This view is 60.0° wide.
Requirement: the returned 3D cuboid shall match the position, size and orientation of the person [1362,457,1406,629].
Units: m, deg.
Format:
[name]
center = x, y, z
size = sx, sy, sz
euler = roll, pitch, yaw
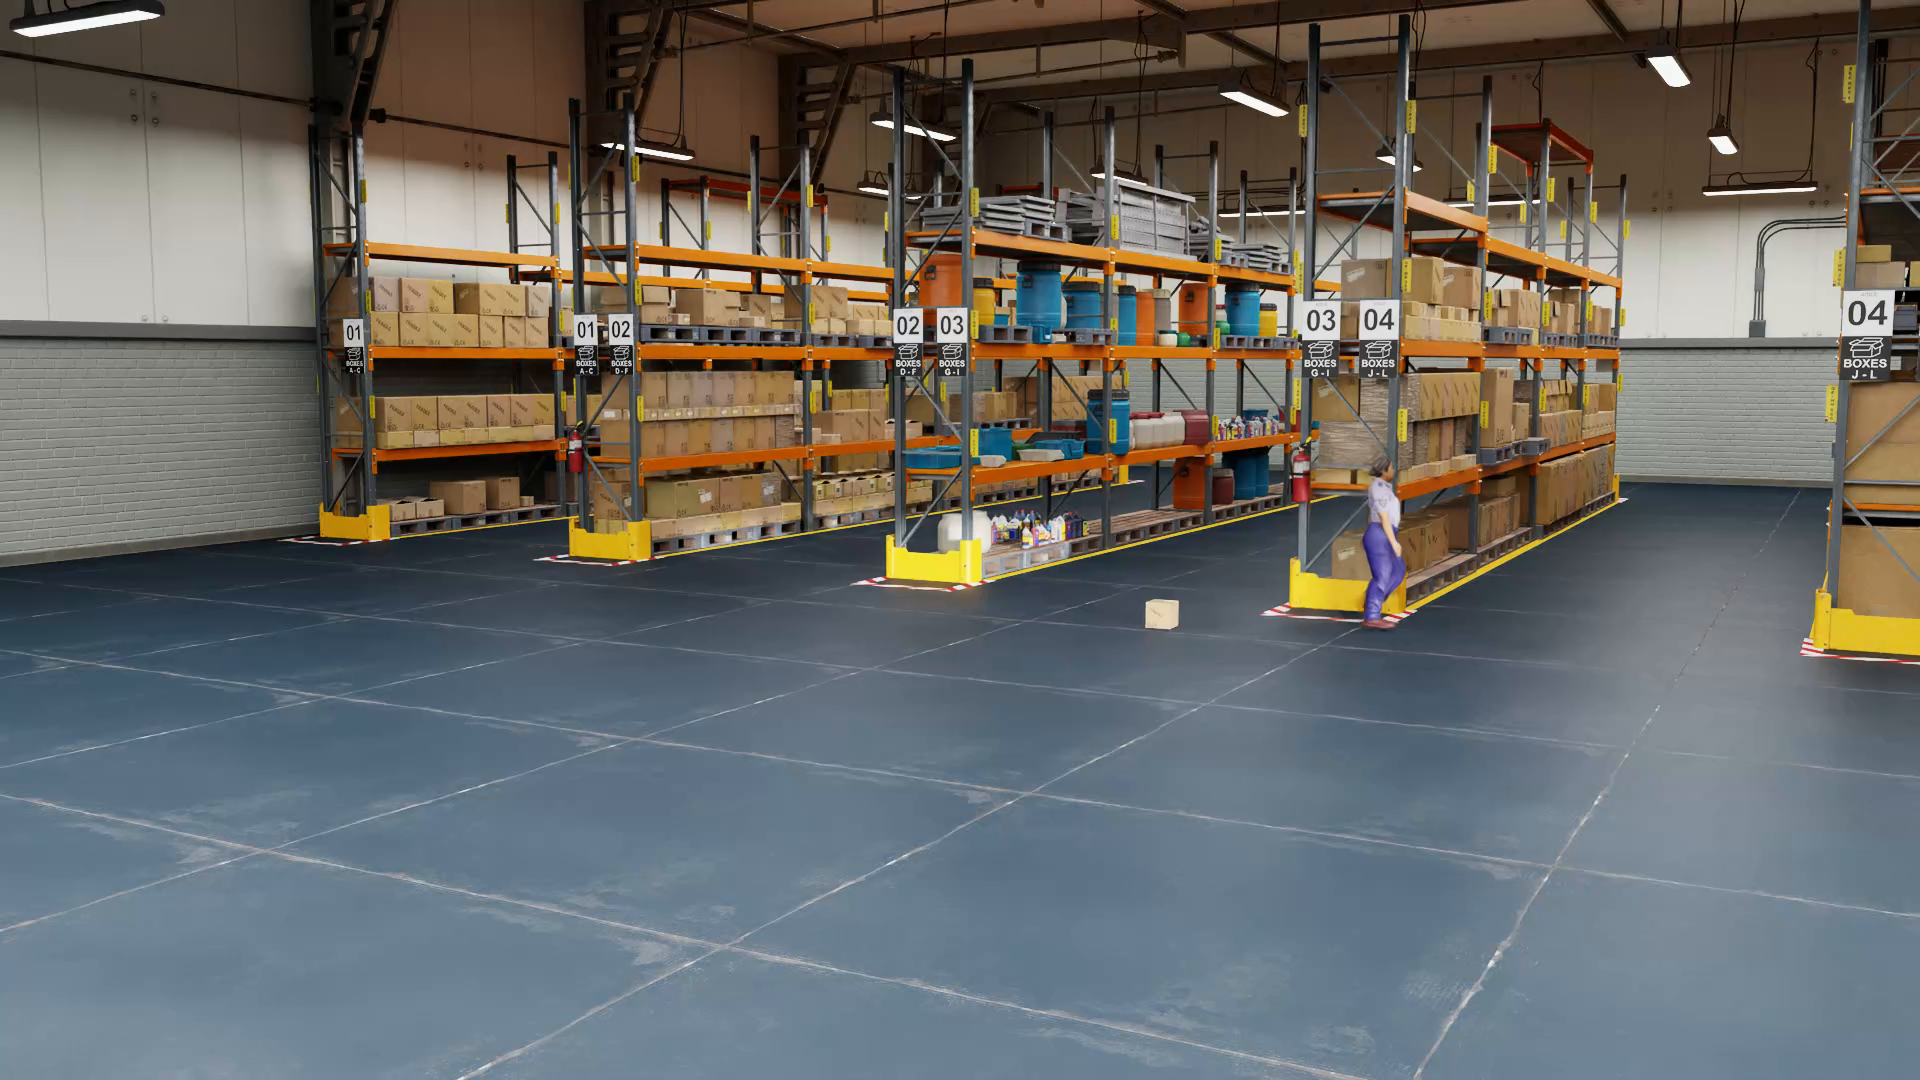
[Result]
[person]
center = 4.087, 0.036, 16.001
size = 0.427, 1.675, 0.495
euler = 1, 6, 12
